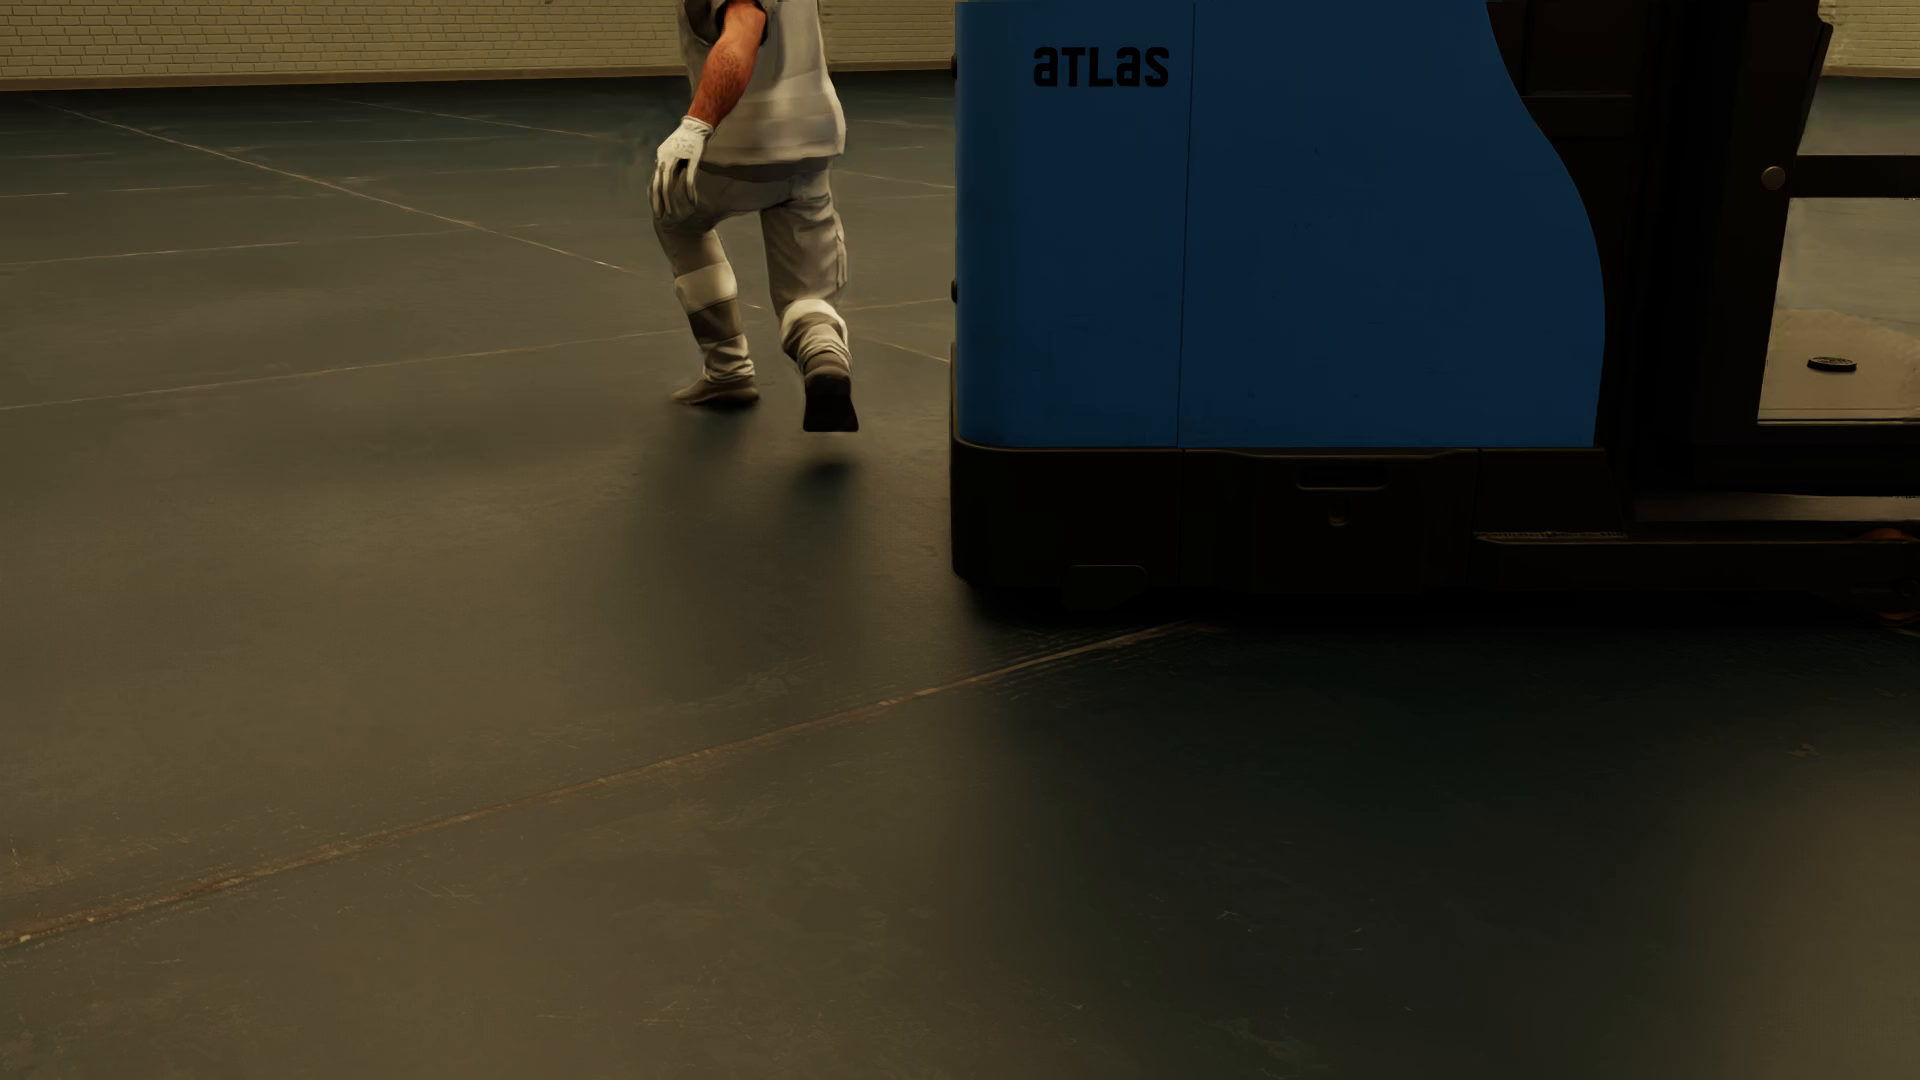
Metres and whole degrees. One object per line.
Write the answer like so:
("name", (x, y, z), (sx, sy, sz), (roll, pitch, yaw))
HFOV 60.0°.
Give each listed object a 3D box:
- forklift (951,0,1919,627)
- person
("forklift", (1.499, -1.410, 2.900), (3.031, 2.935, 1.130), (0, 18, 0))
("person", (-0.580, -0.958, 3.915), (0.745, 1.540, 0.973), (-15, 23, -39))
